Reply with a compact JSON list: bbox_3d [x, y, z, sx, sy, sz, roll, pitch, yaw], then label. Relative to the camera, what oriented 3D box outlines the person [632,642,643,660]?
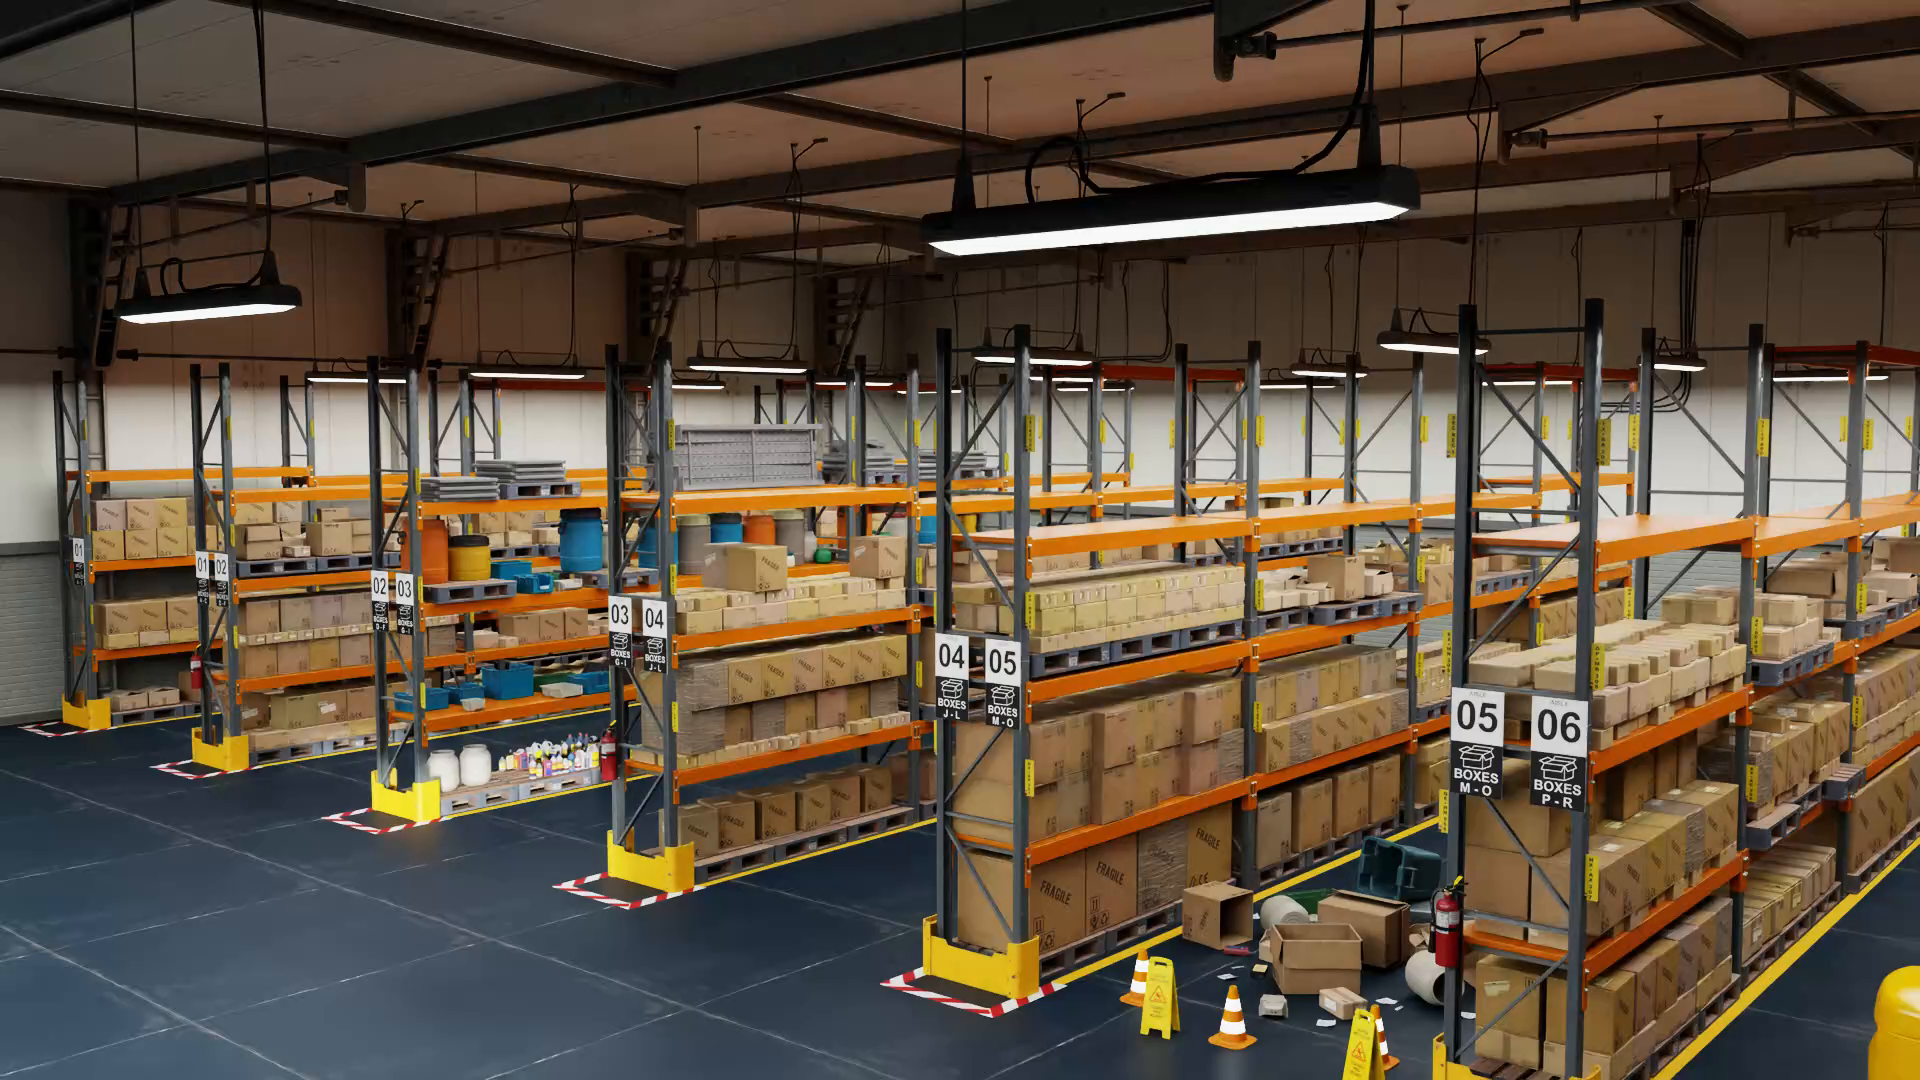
[{"bbox_3d":[-6.498,1.897,33.275,0.667,1.824,0.600,-2,4,-22],"label":"person"}]
